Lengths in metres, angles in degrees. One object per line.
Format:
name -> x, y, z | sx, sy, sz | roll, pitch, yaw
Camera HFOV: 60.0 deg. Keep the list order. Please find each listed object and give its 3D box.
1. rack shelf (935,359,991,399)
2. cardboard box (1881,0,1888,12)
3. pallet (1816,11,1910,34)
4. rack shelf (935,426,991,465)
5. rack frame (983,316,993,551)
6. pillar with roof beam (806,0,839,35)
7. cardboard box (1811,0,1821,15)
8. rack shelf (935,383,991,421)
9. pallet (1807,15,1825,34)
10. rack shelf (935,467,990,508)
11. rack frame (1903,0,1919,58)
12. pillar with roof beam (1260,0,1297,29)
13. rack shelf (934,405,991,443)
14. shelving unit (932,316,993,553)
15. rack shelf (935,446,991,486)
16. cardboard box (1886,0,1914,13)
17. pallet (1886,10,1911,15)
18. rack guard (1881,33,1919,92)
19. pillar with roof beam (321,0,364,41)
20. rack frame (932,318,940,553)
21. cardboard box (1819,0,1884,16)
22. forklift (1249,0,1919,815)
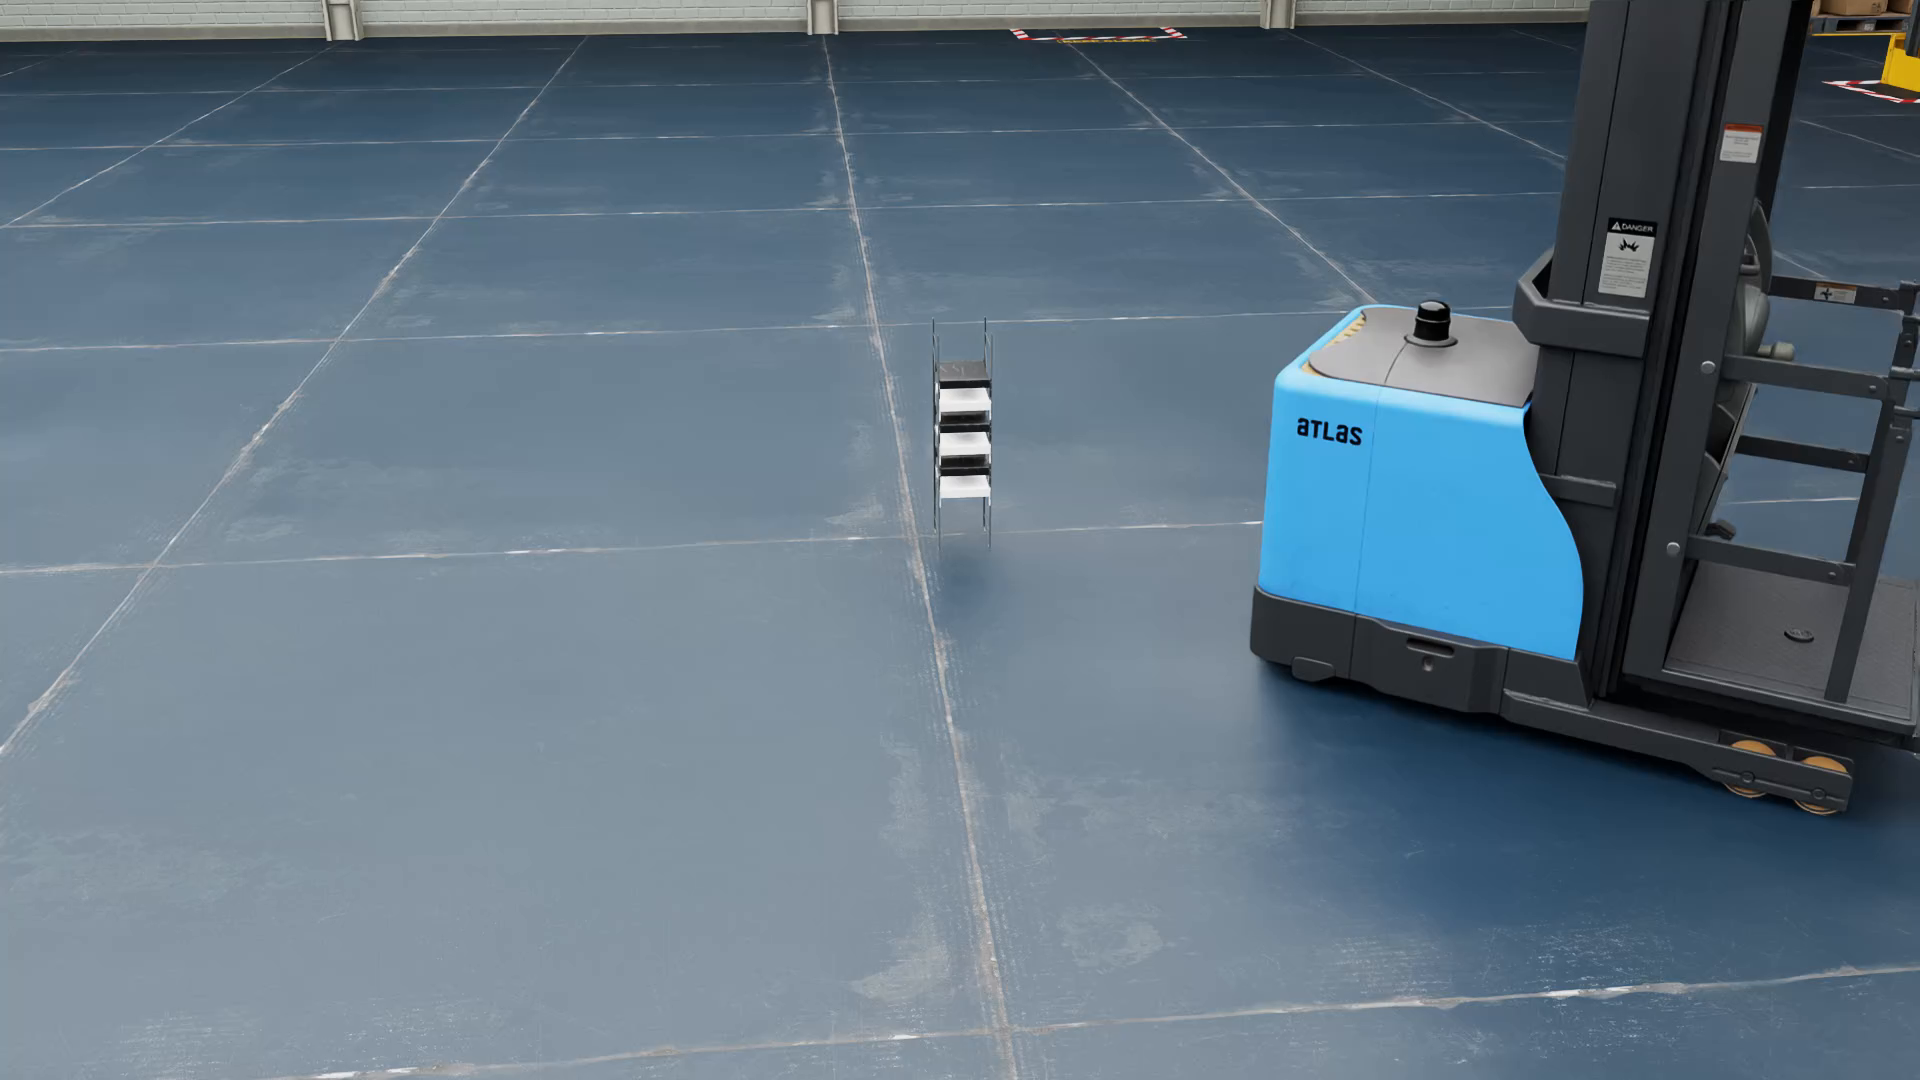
rack shelf -> 0.008, -0.628, 6.472 | 0.200, 0.077, 0.258 | -2, 24, -5
cardboard box -> 11.946, -7.033, 21.848 | 0.250, 0.149, 0.380 | -4, 24, -9
pallet -> 11.657, -6.825, 21.845 | 1.213, 0.211, 1.003 | -2, 24, -5
rack shelf -> 0.008, -0.381, 6.581 | 0.200, 0.077, 0.258 | -2, 24, -5
rack frame -> 0.109, -0.416, 6.577 | 0.006, 0.900, 0.240 | -2, 24, -5
pillar with roof beam -> -1.349, -8.930, 15.763 | 0.400, 9.000, 9.100 | -2, 24, -5
cardboard box -> 10.823, -7.017, 21.613 | 0.500, 0.311, 0.500 | 0, 24, -1
rack shelf -> 0.008, -0.546, 6.508 | 0.200, 0.077, 0.258 | -2, 24, -5
pallet -> 10.446, -6.778, 21.738 | 1.213, 0.211, 1.003 | -2, 24, -5
rack shelf -> 0.008, -0.217, 6.655 | 0.200, 0.077, 0.258 | -2, 24, -5
rack frame -> 10.049, -6.028, 16.620 | 0.127, 3.000, 1.000 | -2, 24, -5
pillar with roof beam -> 4.622, -9.170, 16.302 | 0.400, 9.000, 9.100 | -2, 24, -5
rack shelf -> 0.008, -0.463, 6.545 | 0.200, 0.077, 0.258 | -2, 24, -5
shelving unit -> 0.008, -0.412, 6.568 | 0.210, 0.900, 0.258 | -2, 24, -5
rack shelf -> 0.008, -0.299, 6.618 | 0.200, 0.077, 0.258 | -2, 24, -5
cardboard box -> 12.510, -7.191, 21.772 | 0.500, 0.500, 0.500 | -4, 24, -9
pallet -> 12.874, -6.875, 21.958 | 1.213, 0.211, 1.003 | -2, 24, -5
rack guard -> 10.025, -4.885, 17.126 | 0.348, 0.500, 1.175 | -2, 24, -5
pillar with roof beam -> -7.320, -8.691, 15.224 | 0.400, 9.000, 9.100 | -2, 24, -5
rack frame -> -0.093, -0.407, 6.559 | 0.006, 0.900, 0.240 | -2, 24, -5
cardboard box -> 11.558, -7.112, 21.595 | 0.500, 0.500, 0.700 | -4, 24, -8
forklift -> 2.541, -0.774, 4.883 | 3.031, 2.935, 1.130 | 13, 27, 26
